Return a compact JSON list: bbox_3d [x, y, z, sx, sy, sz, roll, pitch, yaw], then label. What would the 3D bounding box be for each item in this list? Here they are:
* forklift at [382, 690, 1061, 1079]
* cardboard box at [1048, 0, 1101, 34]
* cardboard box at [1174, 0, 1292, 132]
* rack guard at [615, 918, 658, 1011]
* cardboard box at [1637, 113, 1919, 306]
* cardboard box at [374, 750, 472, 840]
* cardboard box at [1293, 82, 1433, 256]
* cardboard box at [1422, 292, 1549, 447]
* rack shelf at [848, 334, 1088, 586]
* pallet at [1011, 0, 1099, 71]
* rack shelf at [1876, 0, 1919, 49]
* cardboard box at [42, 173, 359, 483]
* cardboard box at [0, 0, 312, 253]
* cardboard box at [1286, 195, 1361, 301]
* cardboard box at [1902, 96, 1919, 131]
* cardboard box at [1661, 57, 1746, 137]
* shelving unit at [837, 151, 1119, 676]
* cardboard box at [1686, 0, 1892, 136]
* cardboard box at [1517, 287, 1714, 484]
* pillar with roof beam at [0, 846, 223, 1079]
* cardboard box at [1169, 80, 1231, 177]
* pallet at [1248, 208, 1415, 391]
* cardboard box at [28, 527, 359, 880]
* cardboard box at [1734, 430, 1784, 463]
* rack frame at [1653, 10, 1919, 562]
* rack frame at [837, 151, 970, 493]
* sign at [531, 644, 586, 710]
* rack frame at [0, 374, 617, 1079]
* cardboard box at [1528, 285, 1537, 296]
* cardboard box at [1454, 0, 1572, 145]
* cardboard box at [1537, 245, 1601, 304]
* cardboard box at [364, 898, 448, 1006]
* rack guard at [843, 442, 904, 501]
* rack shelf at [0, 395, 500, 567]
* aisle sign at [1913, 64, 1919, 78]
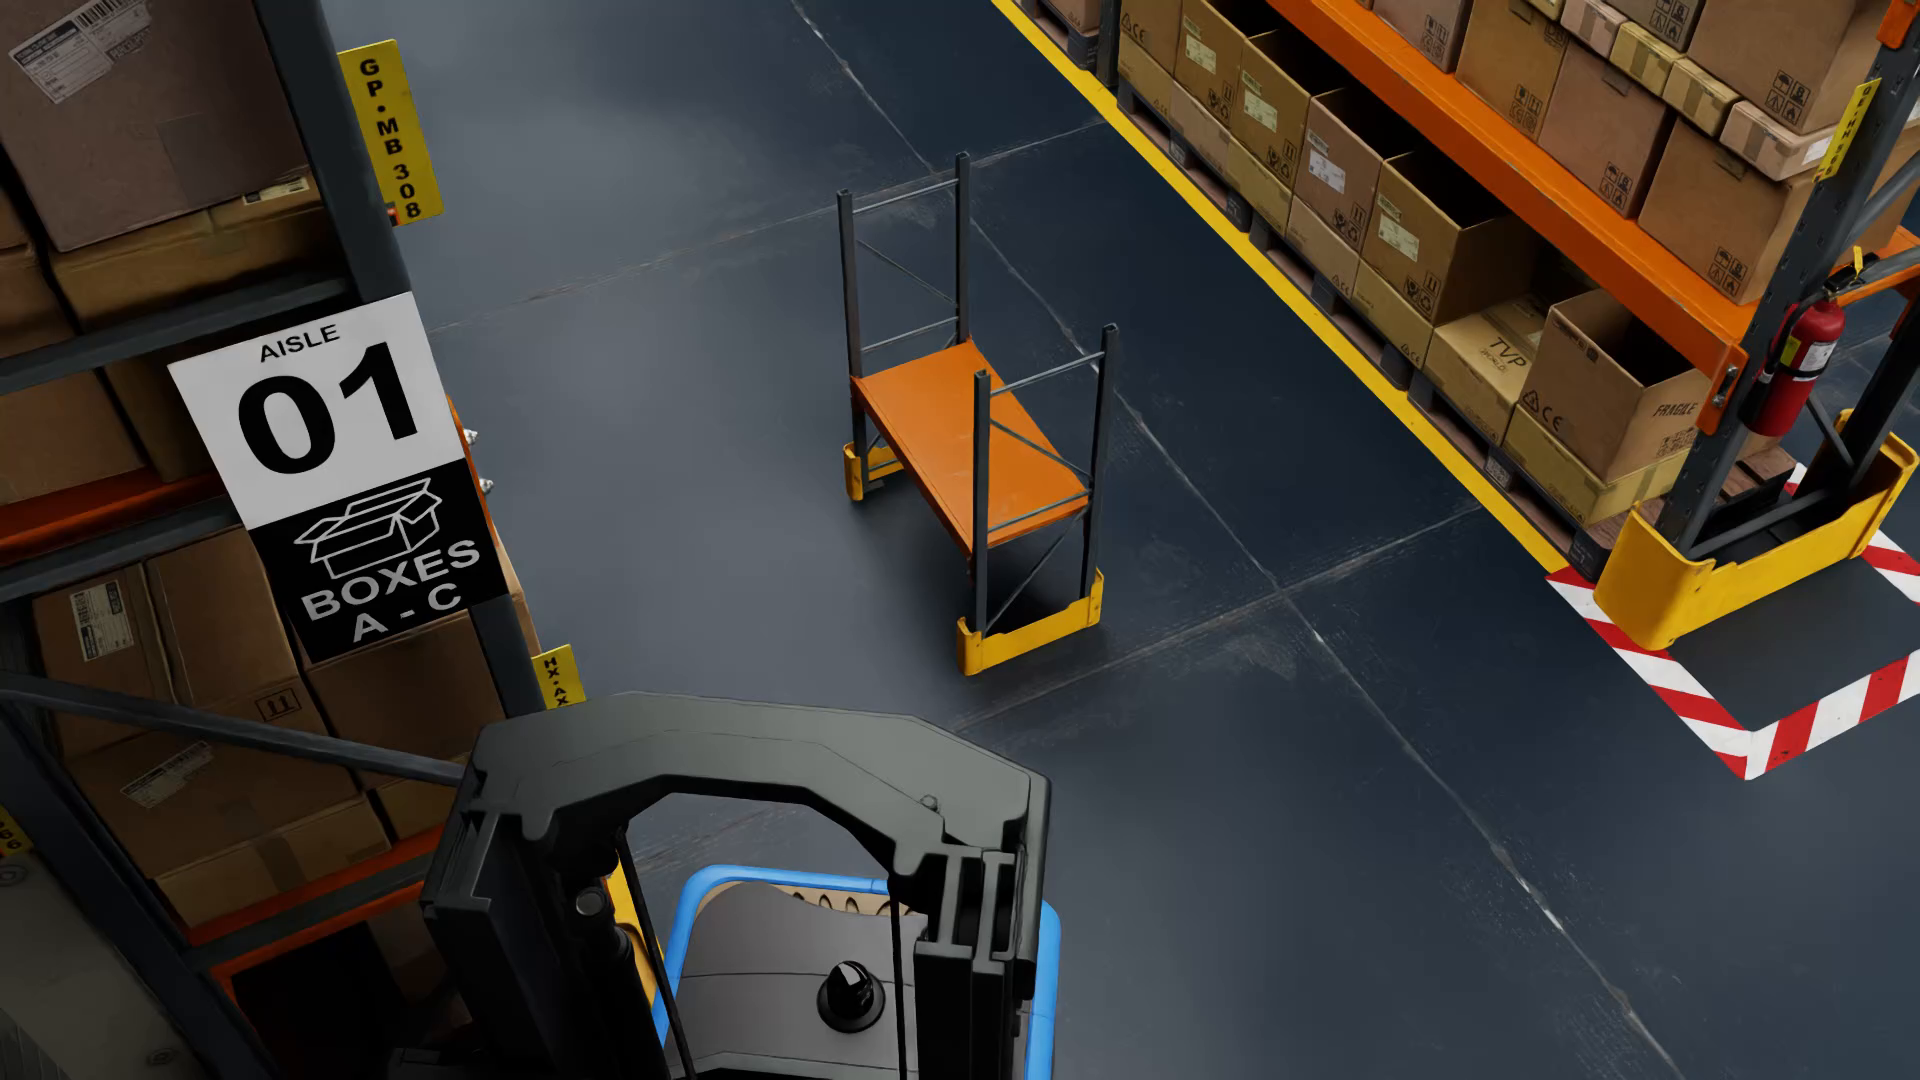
[{"bbox_3d":[-0.394,1.752,3.163,1.130,2.935,3.031,5,49,4],"label":"forklift"},{"bbox_3d":[0.740,-2.971,8.796,0.500,0.250,0.500,-22,52,-18],"label":"cardboard box"},{"bbox_3d":[1.357,-2.290,7.703,0.500,0.500,0.500,-21,52,-18],"label":"cardboard box"},{"bbox_3d":[-1.420,1.597,4.913,1.175,0.500,0.348,-21,52,-18],"label":"rack guard"},{"bbox_3d":[2.816,-1.233,5.662,0.700,0.500,0.500,-21,52,-18],"label":"cardboard box"},{"bbox_3d":[-1.326,0.432,4.358,0.500,0.250,0.500,-23,53,-19],"label":"cardboard box"},{"bbox_3d":[1.810,-1.619,7.115,0.500,0.500,0.500,-21,52,-18],"label":"cardboard box"},{"bbox_3d":[2.270,-0.704,6.813,0.500,0.250,0.500,-21,52,-18],"label":"cardboard box"},{"bbox_3d":[0.039,-0.318,6.164,0.538,0.185,1.000,-21,52,-18],"label":"rack shelf"},{"bbox_3d":[0.816,-3.122,9.233,1.003,0.211,1.213,-21,52,-18],"label":"pallet"},{"bbox_3d":[2.103,-2.973,5.735,1.077,0.370,4.000,-21,52,-18],"label":"rack shelf"},{"bbox_3d":[-1.316,-0.512,3.025,0.500,0.500,0.500,-20,52,-17],"label":"cardboard box"},{"bbox_3d":[-1.345,-0.872,2.676,0.500,0.500,0.500,-25,53,-20],"label":"cardboard box"},{"bbox_3d":[1.813,-1.373,7.399,0.500,0.250,0.500,-21,52,-18],"label":"cardboard box"},{"bbox_3d":[3.030,-1.467,5.435,0.380,0.149,0.250,-22,52,-18],"label":"cardboard box"},{"bbox_3d":[2.553,-1.495,5.460,0.380,0.149,0.250,-20,52,-17],"label":"cardboard box"},{"bbox_3d":[0.035,-0.443,6.033,0.587,1.500,1.083,-21,52,-18],"label":"shelving unit"},{"bbox_3d":[2.792,-1.696,5.205,0.700,0.500,0.500,-21,52,-17],"label":"cardboard box"},{"bbox_3d":[2.508,-0.620,6.241,0.500,0.500,0.500,-21,52,-18],"label":"cardboard box"},{"bbox_3d":[1.354,-2.803,3.116,9.100,9.000,0.400,-21,52,-18],"label":"pillar with roof beam"},{"bbox_3d":[1.355,-2.042,7.984,0.500,0.250,0.500,-21,52,-18],"label":"cardboard box"},{"bbox_3d":[2.077,-1.278,7.620,1.003,0.211,1.213,-21,52,-18],"label":"pallet"},{"bbox_3d":[-1.790,0.379,3.907,0.500,0.500,0.500,-22,52,-18],"label":"cardboard box"},{"bbox_3d":[2.970,-0.552,6.680,0.500,0.250,0.500,-21,52,-18],"label":"cardboard box"},{"bbox_3d":[3.018,-0.883,5.422,1.000,3.000,0.127,-21,52,-18],"label":"rack frame"},{"bbox_3d":[-0.194,-0.777,6.326,0.500,1.500,0.032,-21,52,-18],"label":"rack frame"},{"bbox_3d":[-0.902,0.353,3.766,0.100,0.325,0.005,-21,52,-18],"label":"sign"},{"bbox_3d":[-1.385,0.825,3.928,1.000,3.000,0.127,-21,52,-18],"label":"rack frame"},{"bbox_3d":[2.510,-1.220,7.265,0.500,0.250,0.500,-21,52,-18],"label":"cardboard box"},{"bbox_3d":[2.349,-1.917,6.260,0.700,0.500,0.500,-21,52,-17],"label":"cardboard box"},{"bbox_3d":[2.740,-1.133,6.690,0.500,0.500,0.500,-21,52,-18],"label":"cardboard box"},{"bbox_3d":[-1.621,1.072,5.207,0.500,0.311,0.500,-27,54,-21],"label":"cardboard box"},{"bbox_3d":[-0.193,-0.365,6.795,0.587,0.250,0.087,-21,52,-18],"label":"rack guard"},{"bbox_3d":[-2.300,-1.264,4.240,1.077,0.370,4.000,-21,52,-18],"label":"rack shelf"},{"bbox_3d":[2.787,-1.594,4.317,0.394,0.787,0.004,-21,52,-18],"label":"aisle sign"}]
